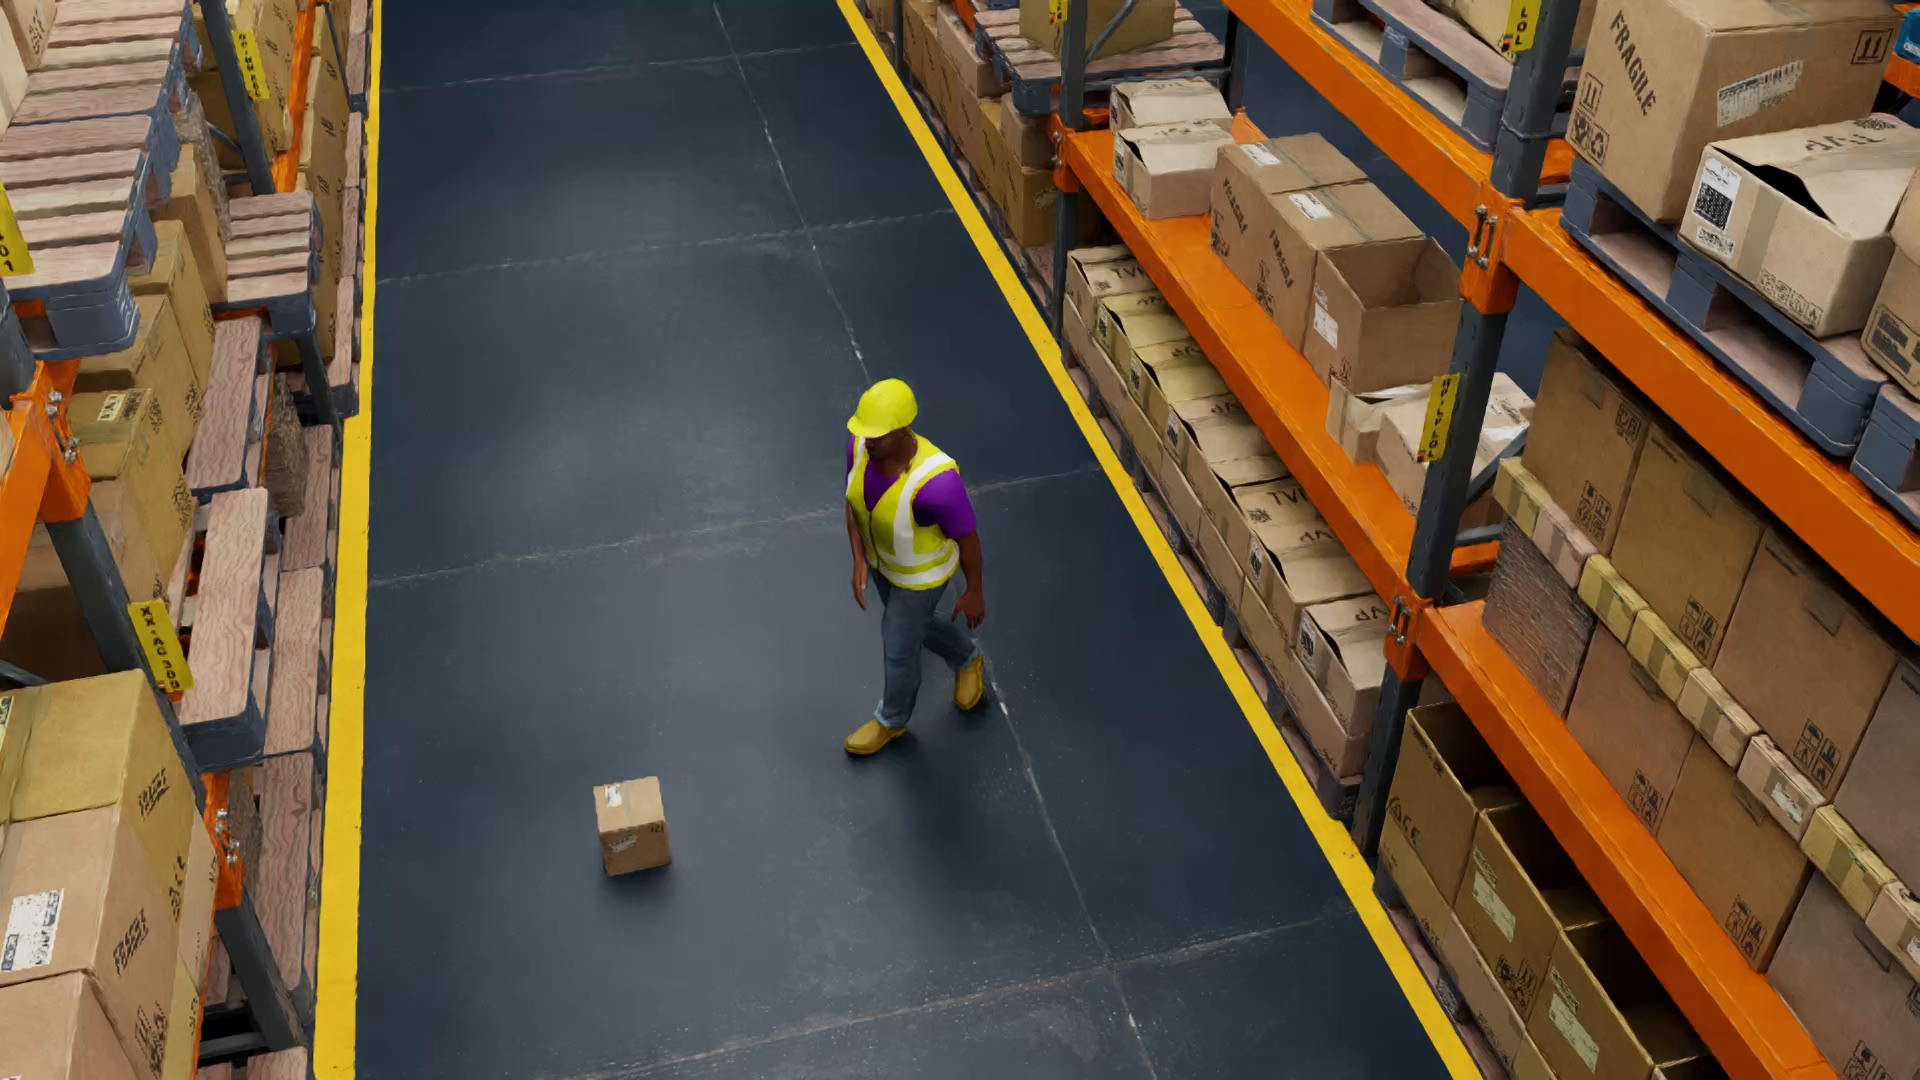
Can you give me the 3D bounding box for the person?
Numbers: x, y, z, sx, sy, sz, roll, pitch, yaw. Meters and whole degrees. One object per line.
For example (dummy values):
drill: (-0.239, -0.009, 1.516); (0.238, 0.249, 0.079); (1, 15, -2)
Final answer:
person: (-0.151, 0.094, 6.582); (0.755, 1.756, 0.583); (-26, 45, -29)
